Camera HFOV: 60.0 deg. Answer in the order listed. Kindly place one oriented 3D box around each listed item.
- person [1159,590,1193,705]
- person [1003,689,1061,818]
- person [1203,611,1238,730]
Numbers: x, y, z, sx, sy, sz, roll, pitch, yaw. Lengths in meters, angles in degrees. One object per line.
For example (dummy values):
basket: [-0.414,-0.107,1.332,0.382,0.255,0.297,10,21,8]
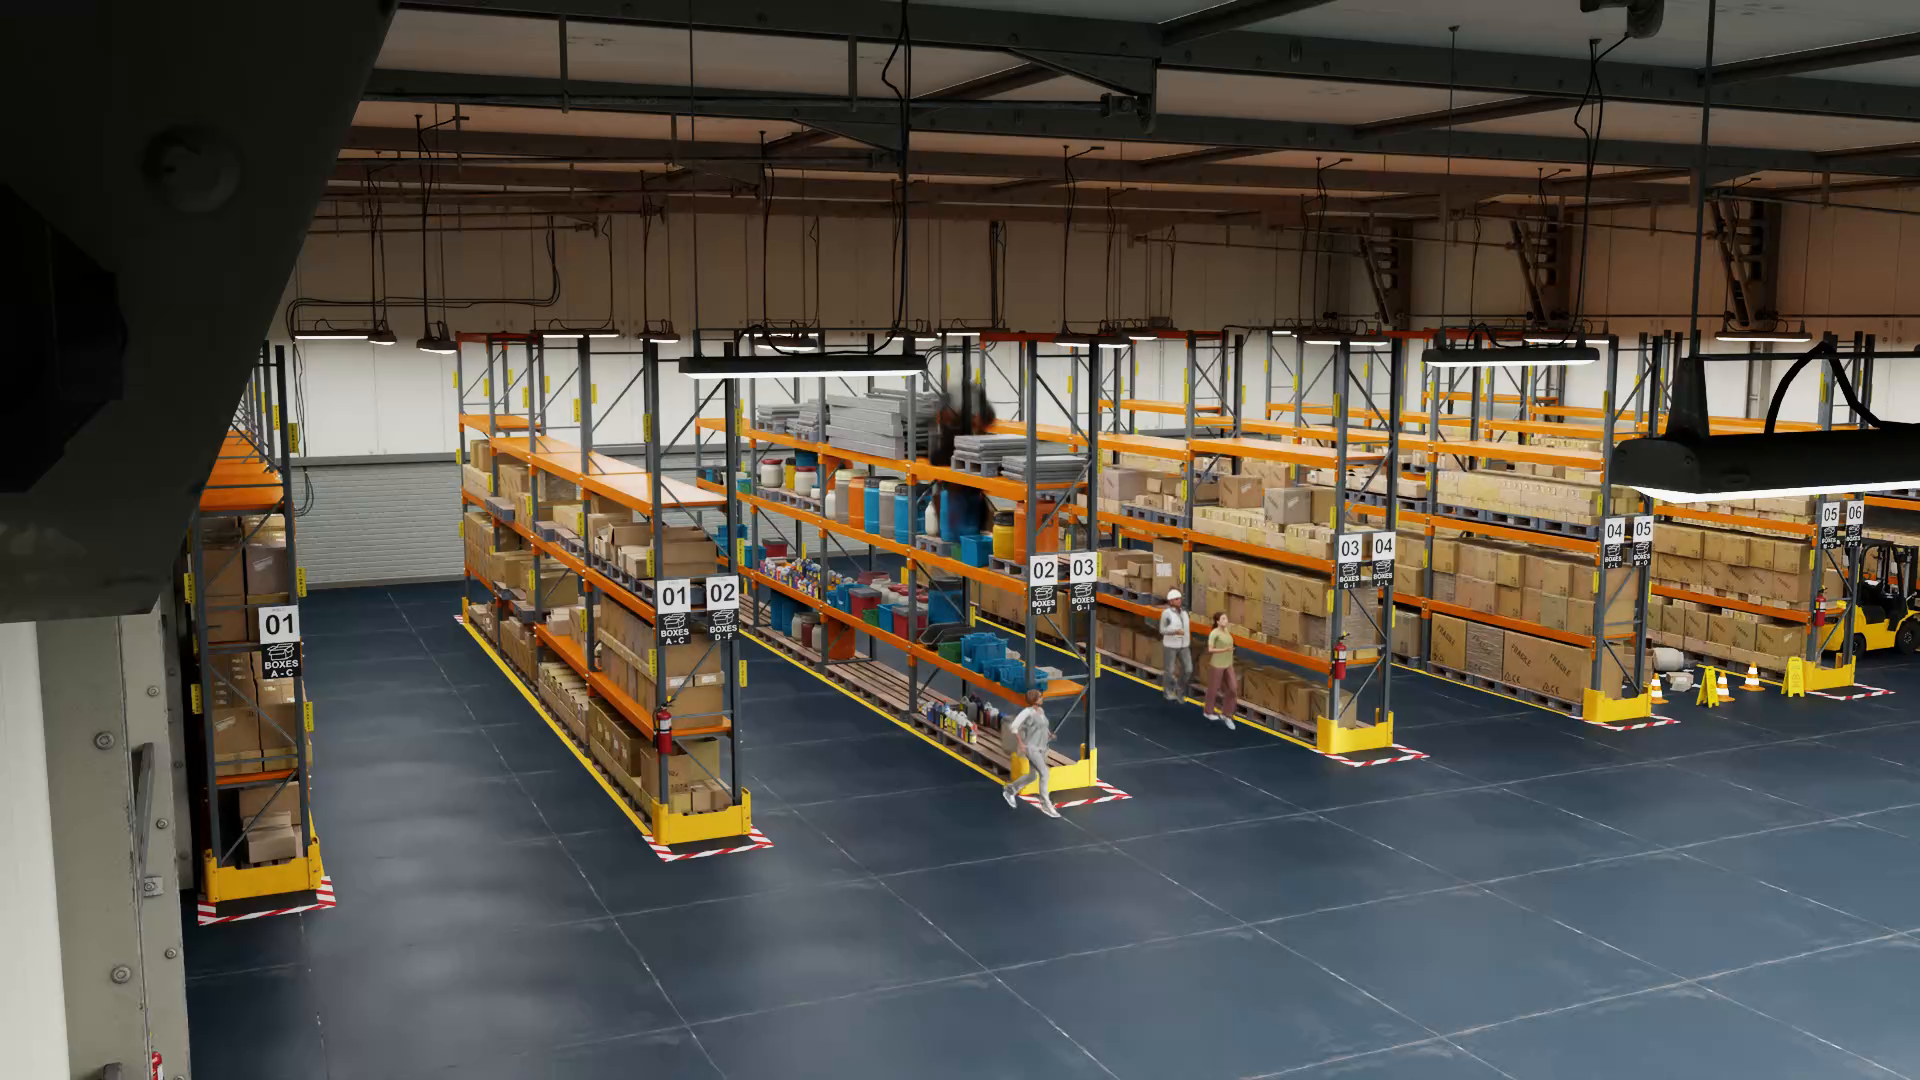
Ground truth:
person: [3.421,1.697,26.010,0.642,1.834,0.651,-4,9,-27]
person: [0.960,2.690,21.192,0.807,1.581,0.566,4,9,25]
person: [3.879,1.921,24.621,0.558,1.758,0.652,-5,9,-35]
